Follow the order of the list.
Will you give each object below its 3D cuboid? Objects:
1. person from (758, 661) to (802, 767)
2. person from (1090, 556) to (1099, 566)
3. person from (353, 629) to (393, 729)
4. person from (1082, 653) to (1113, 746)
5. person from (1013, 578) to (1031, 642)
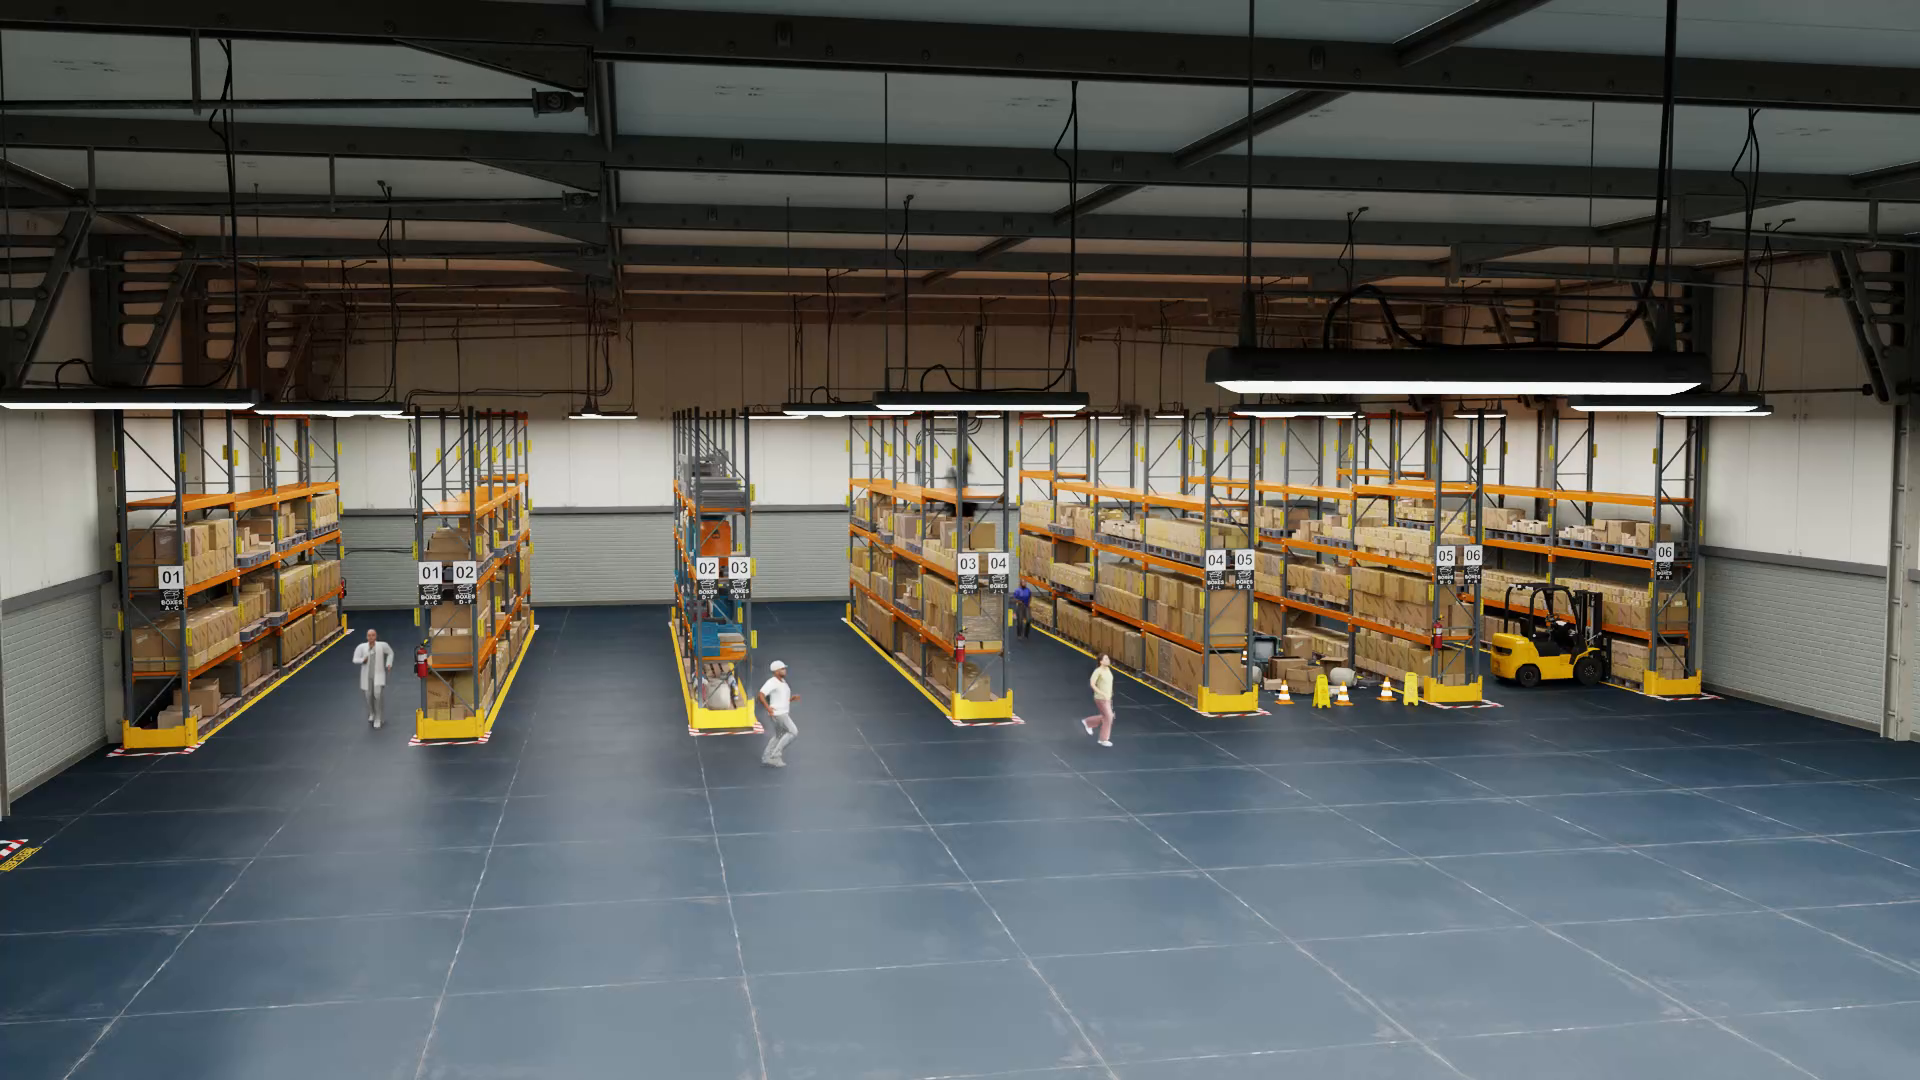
[{"bbox_3d":[-2.963,2.882,27.567,0.688,1.759,0.675,0,4,5],"label":"person"},{"bbox_3d":[4.033,1.251,50.427,0.981,1.787,0.692,-1,4,-8],"label":"person"},{"bbox_3d":[-11.073,2.600,31.378,0.677,1.846,0.866,-1,4,-10],"label":"person"},{"bbox_3d":[2.453,2.814,29.550,0.642,1.658,0.577,3,5,35],"label":"person"},{"bbox_3d":[1.644,1.846,43.285,0.572,1.671,0.687,-1,4,-14],"label":"person"}]
